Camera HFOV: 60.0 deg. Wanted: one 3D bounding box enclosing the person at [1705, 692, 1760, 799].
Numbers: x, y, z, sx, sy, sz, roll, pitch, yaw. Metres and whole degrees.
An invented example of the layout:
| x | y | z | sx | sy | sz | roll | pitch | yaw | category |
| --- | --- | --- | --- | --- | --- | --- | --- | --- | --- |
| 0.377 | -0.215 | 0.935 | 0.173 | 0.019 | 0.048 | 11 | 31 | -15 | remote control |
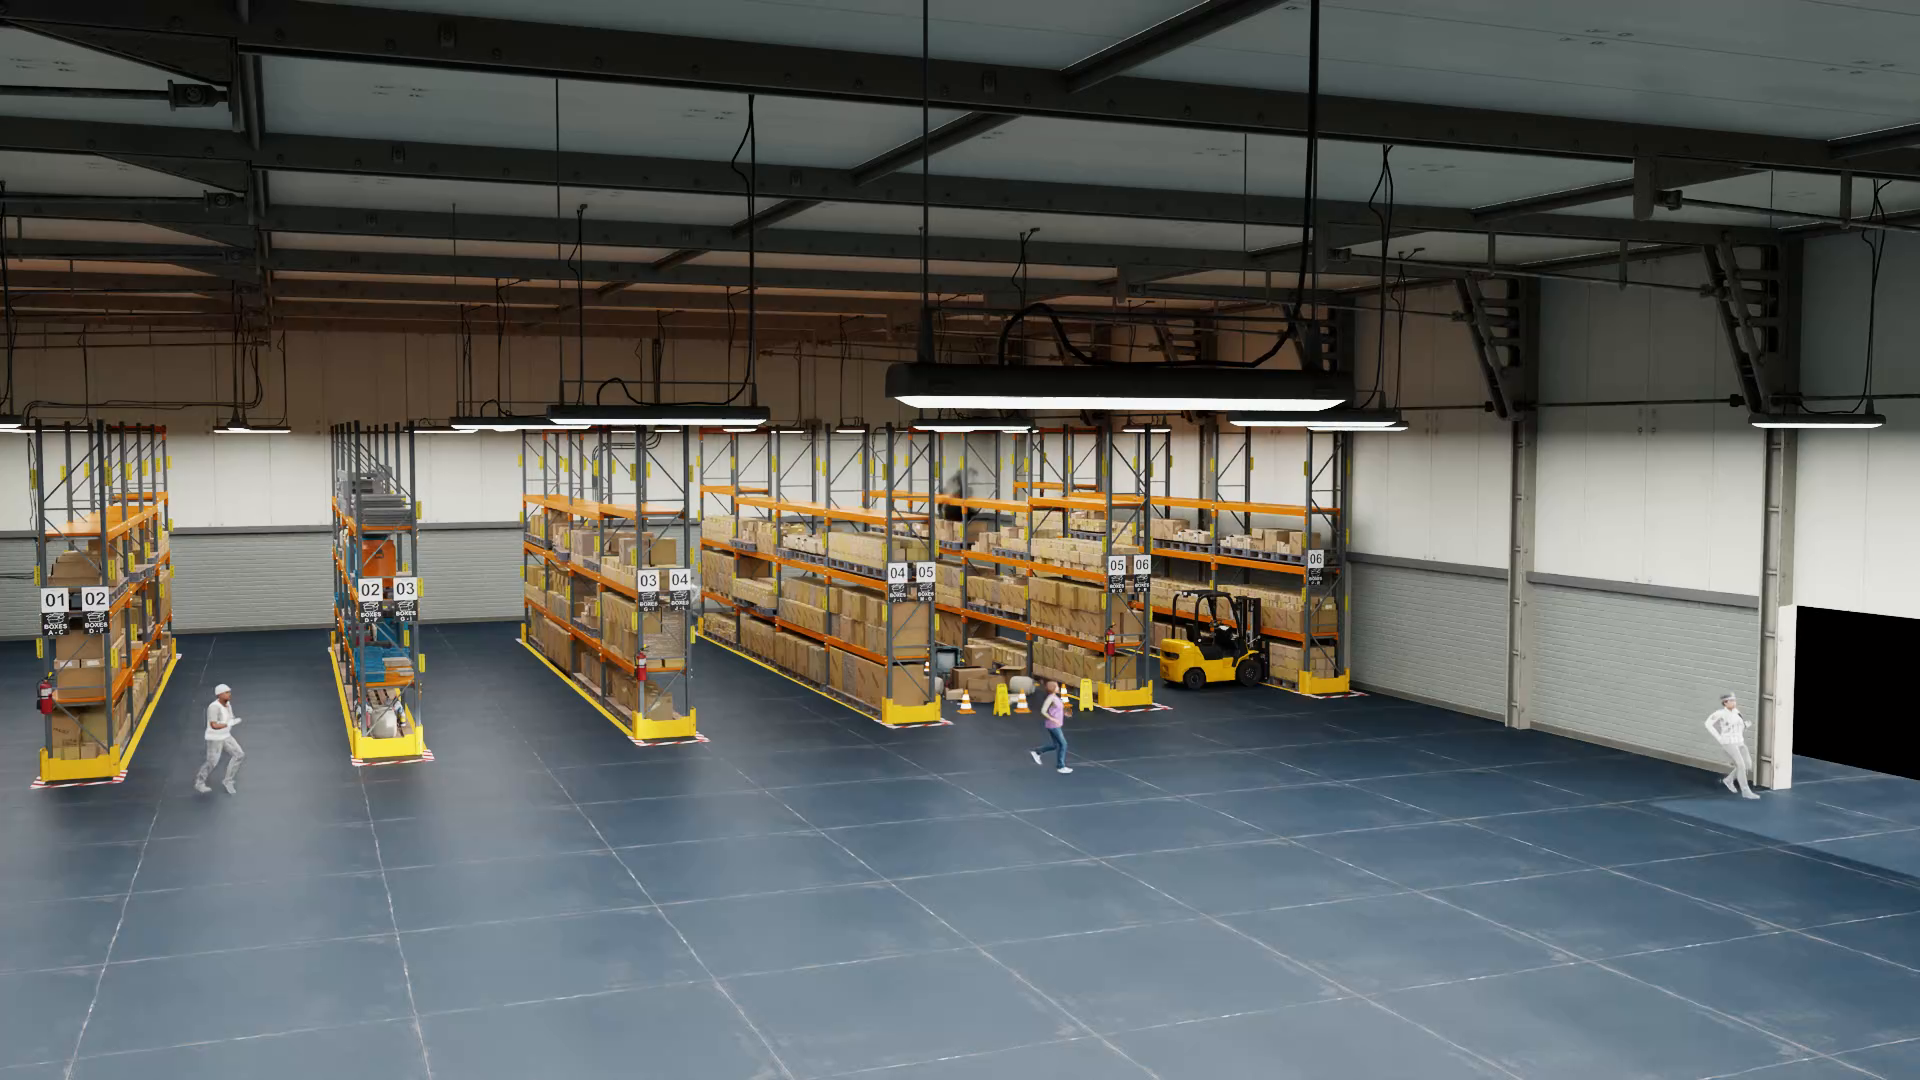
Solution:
| x | y | z | sx | sy | sz | roll | pitch | yaw | category |
| --- | --- | --- | --- | --- | --- | --- | --- | --- | --- |
| 12.328 | 3.226 | 26.295 | 0.636 | 1.624 | 0.850 | -2 | 4 | -29 | person |

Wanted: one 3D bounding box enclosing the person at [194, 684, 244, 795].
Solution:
| x | y | z | sx | sy | sz | roll | pitch | yaw | category |
| --- | --- | --- | --- | --- | --- | --- | --- | --- | --- |
| -11.800 | 3.184 | 26.470 | 0.843 | 1.790 | 0.714 | 0 | 4 | 3 | person |

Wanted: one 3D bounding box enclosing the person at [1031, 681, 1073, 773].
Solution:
| x | y | z | sx | sy | sz | roll | pitch | yaw | category |
| --- | --- | --- | --- | --- | --- | --- | --- | --- | --- |
| 1.556 | 3.180 | 28.282 | 0.743 | 1.543 | 0.546 | 1 | 4 | 14 | person |

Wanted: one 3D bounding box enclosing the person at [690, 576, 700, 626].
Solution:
| x | y | z | sx | sy | sz | roll | pitch | yaw | category |
| --- | --- | --- | --- | --- | --- | --- | --- | --- | --- |
| -7.991 | 1.836 | 49.151 | 0.958 | 1.634 | 0.698 | -2 | 4 | -32 | person |
